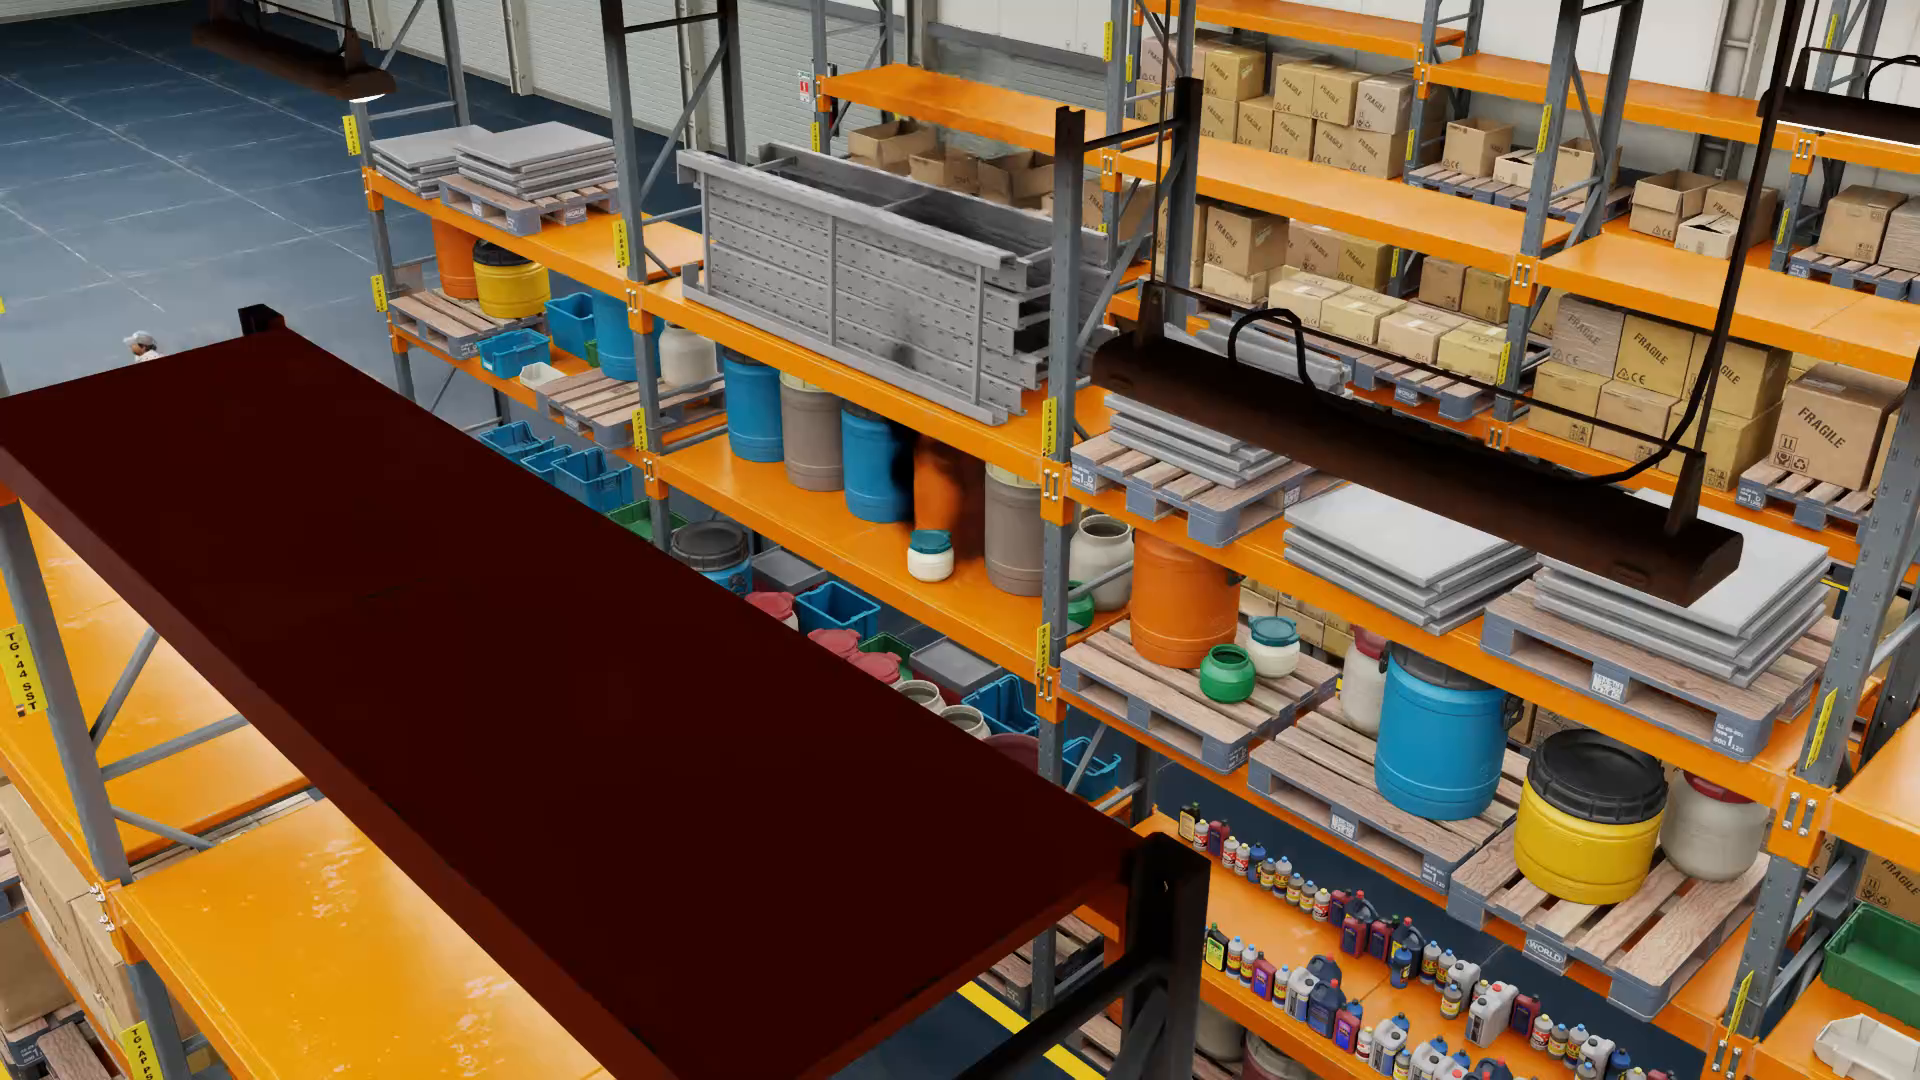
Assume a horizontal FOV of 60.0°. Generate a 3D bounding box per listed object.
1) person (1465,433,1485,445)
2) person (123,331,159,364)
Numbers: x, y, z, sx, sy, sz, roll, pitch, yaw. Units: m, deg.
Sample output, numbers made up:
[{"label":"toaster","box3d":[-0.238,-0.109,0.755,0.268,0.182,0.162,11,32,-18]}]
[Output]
[{"label":"person","box3d":[4.738,-0.295,15.559,0.716,1.734,0.630,-23,36,-36]},{"label":"person","box3d":[-8.629,-1.420,17.783,0.660,1.699,0.562,-10,30,-17]}]
